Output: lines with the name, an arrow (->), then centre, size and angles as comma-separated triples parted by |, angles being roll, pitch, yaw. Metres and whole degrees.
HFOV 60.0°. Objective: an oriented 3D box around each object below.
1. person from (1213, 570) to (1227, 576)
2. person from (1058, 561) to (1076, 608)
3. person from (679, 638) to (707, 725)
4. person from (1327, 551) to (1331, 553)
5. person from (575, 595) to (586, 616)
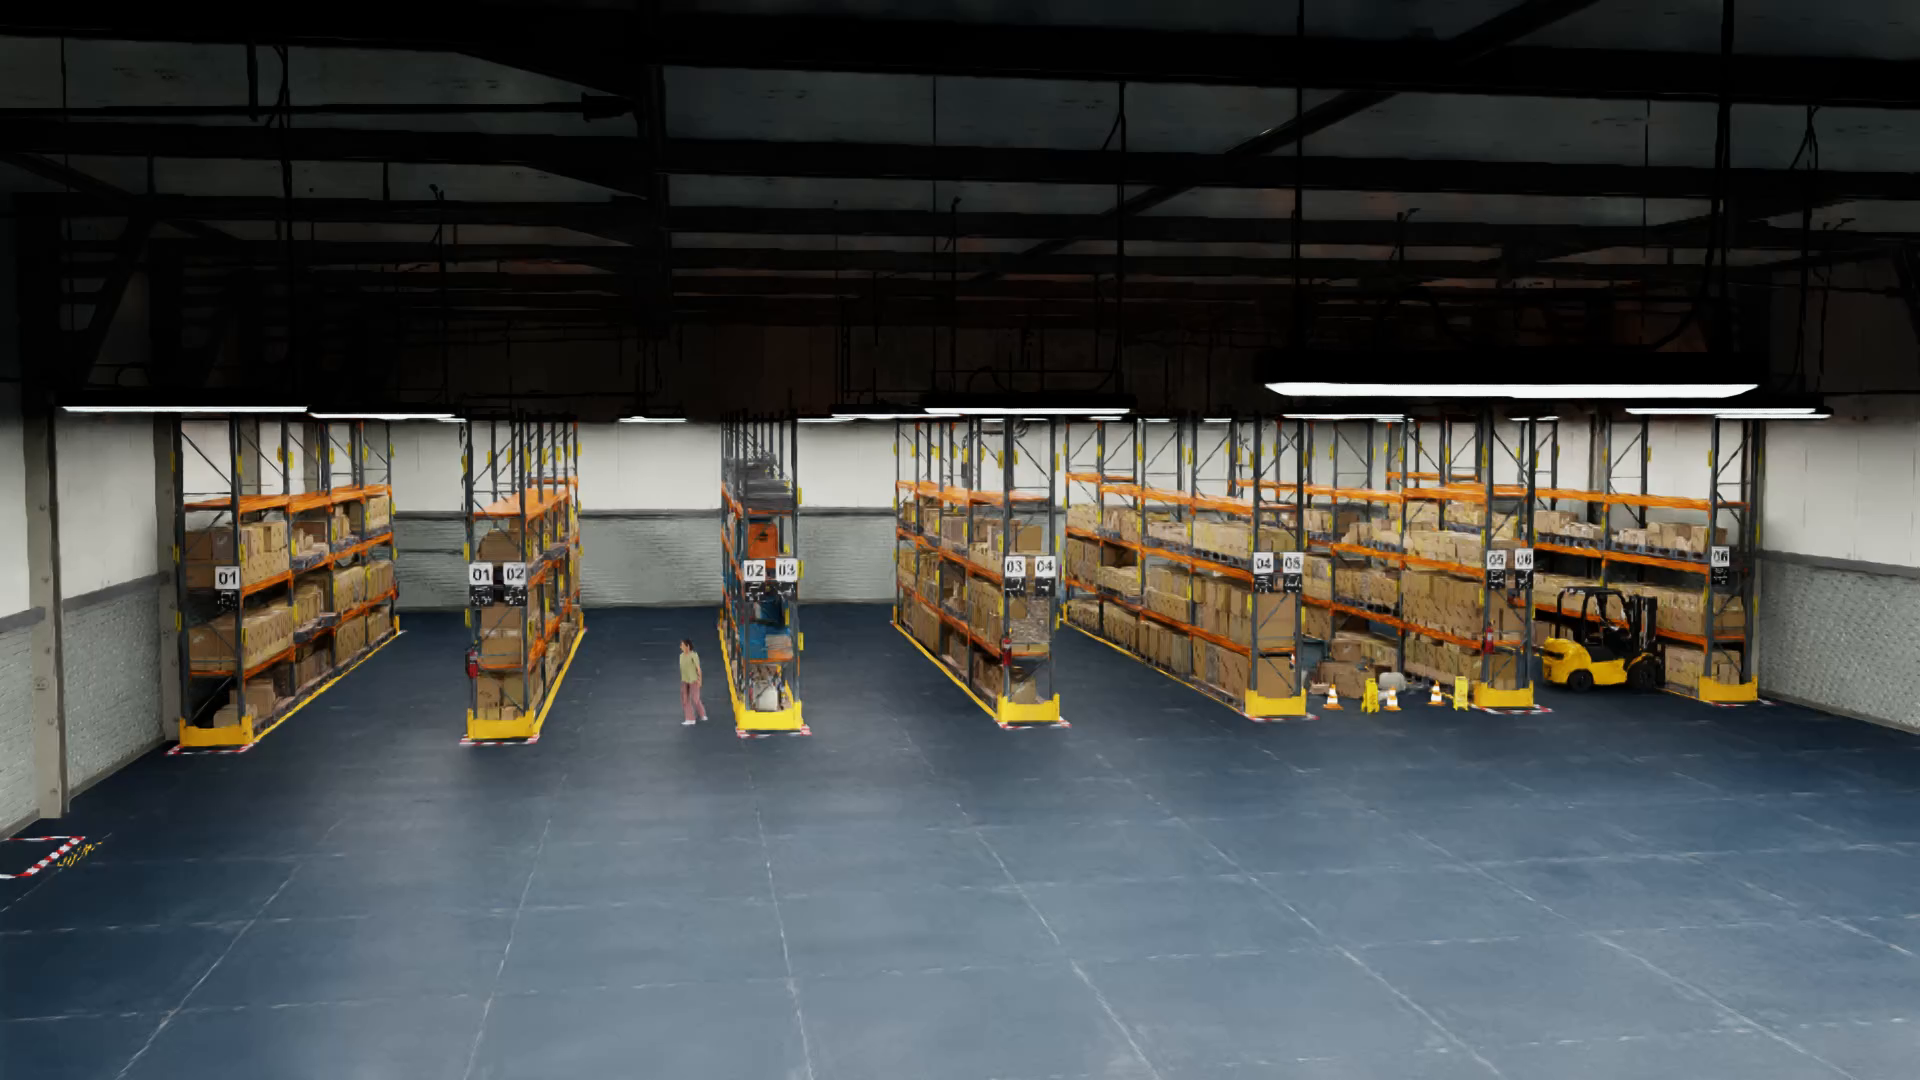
person -> 8.418, 1.146, 53.223 | 0.709, 1.749, 0.702 | 3, 5, 40
person -> 3.386, 1.247, 52.067 | 0.618, 1.719, 0.972 | 1, 4, 13
person -> -5.102, 2.683, 31.749 | 0.514, 1.659, 0.529 | 2, 4, 27
person -> 11.577, 1.296, 51.751 | 0.767, 1.643, 0.604 | -3, 5, -38
person -> -11.539, 1.459, 49.502 | 0.617, 1.609, 0.812 | -2, 5, -28
